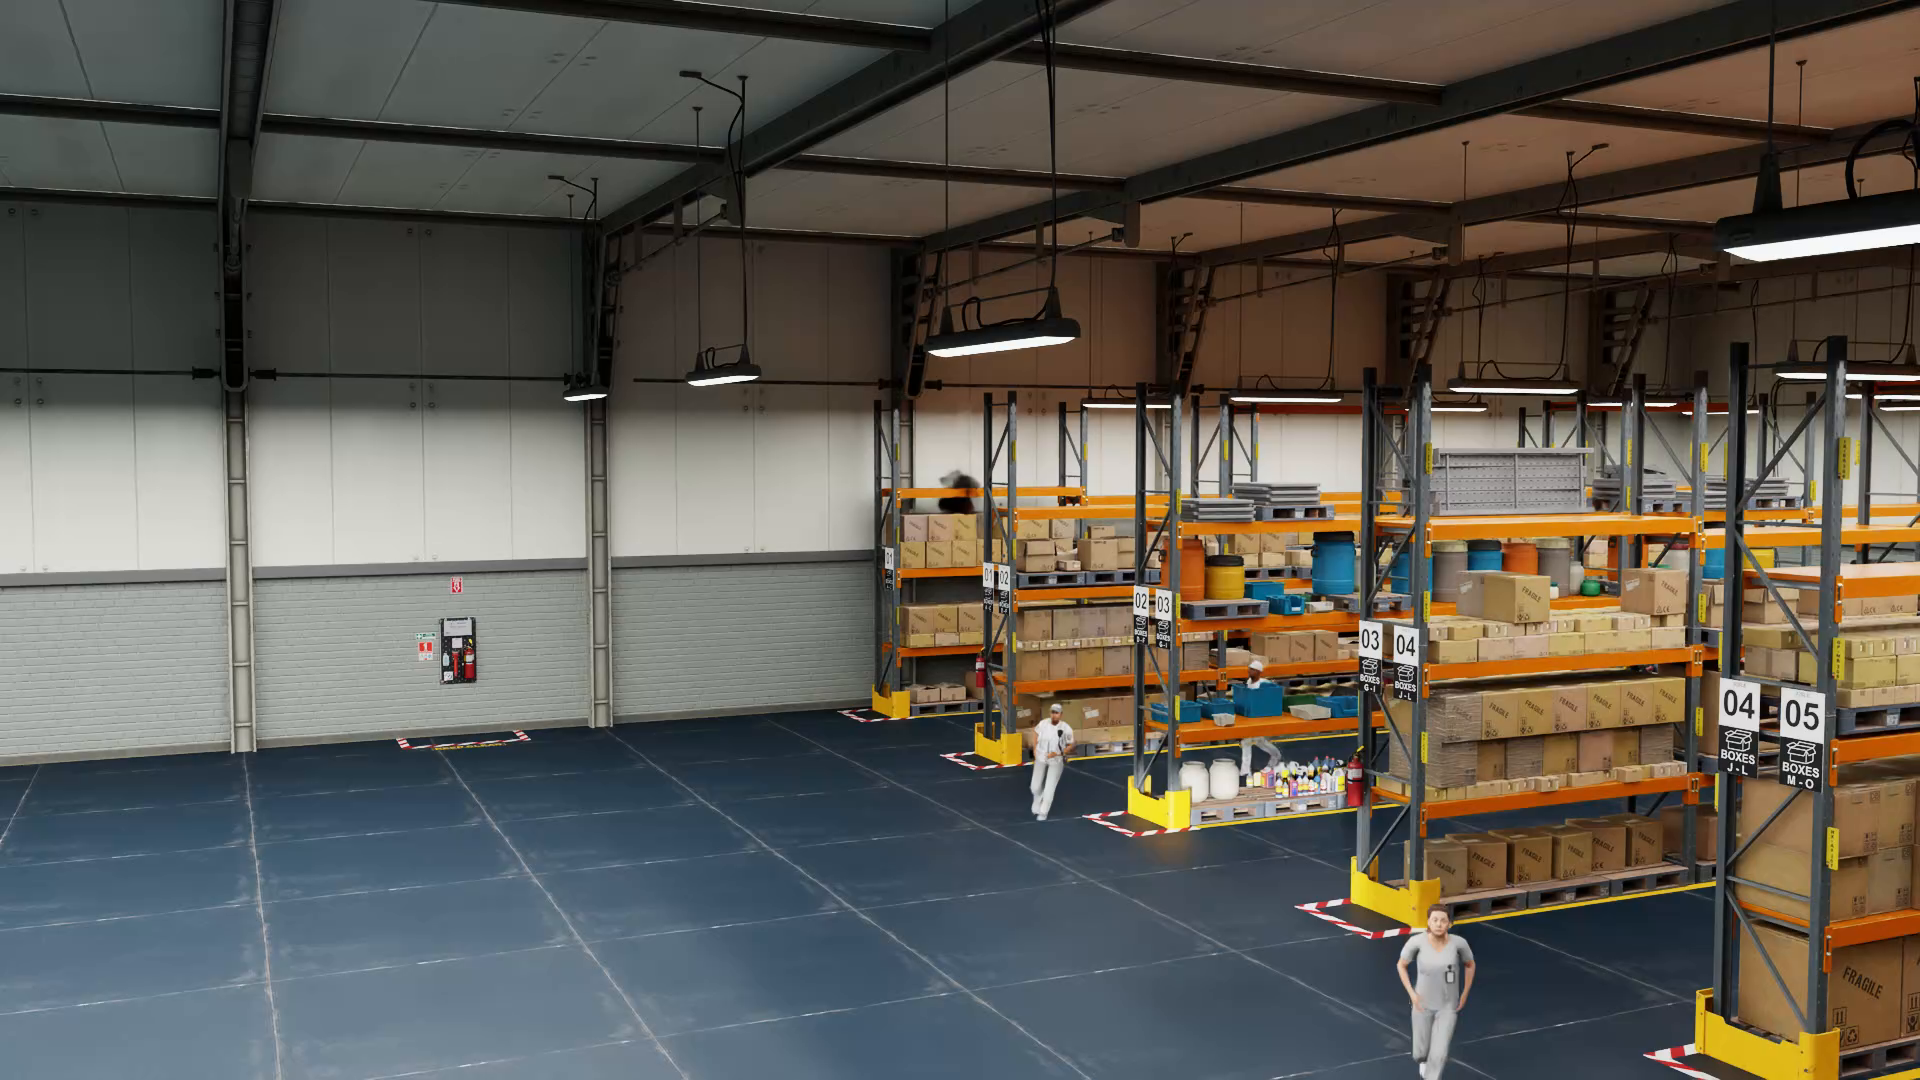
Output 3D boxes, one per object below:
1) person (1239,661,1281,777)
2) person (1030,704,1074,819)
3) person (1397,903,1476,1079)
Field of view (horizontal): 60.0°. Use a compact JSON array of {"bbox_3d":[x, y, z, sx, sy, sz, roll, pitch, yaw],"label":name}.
[{"bbox_3d":[4.648,2.772,25.863,0.901,1.789,0.669,-2,4,-29],"label":"person"},{"bbox_3d":[1.248,3.037,22.764,0.617,1.616,0.507,1,3,16],"label":"person"},{"bbox_3d":[3.688,3.604,12.883,0.589,1.651,0.792,1,3,14],"label":"person"}]
